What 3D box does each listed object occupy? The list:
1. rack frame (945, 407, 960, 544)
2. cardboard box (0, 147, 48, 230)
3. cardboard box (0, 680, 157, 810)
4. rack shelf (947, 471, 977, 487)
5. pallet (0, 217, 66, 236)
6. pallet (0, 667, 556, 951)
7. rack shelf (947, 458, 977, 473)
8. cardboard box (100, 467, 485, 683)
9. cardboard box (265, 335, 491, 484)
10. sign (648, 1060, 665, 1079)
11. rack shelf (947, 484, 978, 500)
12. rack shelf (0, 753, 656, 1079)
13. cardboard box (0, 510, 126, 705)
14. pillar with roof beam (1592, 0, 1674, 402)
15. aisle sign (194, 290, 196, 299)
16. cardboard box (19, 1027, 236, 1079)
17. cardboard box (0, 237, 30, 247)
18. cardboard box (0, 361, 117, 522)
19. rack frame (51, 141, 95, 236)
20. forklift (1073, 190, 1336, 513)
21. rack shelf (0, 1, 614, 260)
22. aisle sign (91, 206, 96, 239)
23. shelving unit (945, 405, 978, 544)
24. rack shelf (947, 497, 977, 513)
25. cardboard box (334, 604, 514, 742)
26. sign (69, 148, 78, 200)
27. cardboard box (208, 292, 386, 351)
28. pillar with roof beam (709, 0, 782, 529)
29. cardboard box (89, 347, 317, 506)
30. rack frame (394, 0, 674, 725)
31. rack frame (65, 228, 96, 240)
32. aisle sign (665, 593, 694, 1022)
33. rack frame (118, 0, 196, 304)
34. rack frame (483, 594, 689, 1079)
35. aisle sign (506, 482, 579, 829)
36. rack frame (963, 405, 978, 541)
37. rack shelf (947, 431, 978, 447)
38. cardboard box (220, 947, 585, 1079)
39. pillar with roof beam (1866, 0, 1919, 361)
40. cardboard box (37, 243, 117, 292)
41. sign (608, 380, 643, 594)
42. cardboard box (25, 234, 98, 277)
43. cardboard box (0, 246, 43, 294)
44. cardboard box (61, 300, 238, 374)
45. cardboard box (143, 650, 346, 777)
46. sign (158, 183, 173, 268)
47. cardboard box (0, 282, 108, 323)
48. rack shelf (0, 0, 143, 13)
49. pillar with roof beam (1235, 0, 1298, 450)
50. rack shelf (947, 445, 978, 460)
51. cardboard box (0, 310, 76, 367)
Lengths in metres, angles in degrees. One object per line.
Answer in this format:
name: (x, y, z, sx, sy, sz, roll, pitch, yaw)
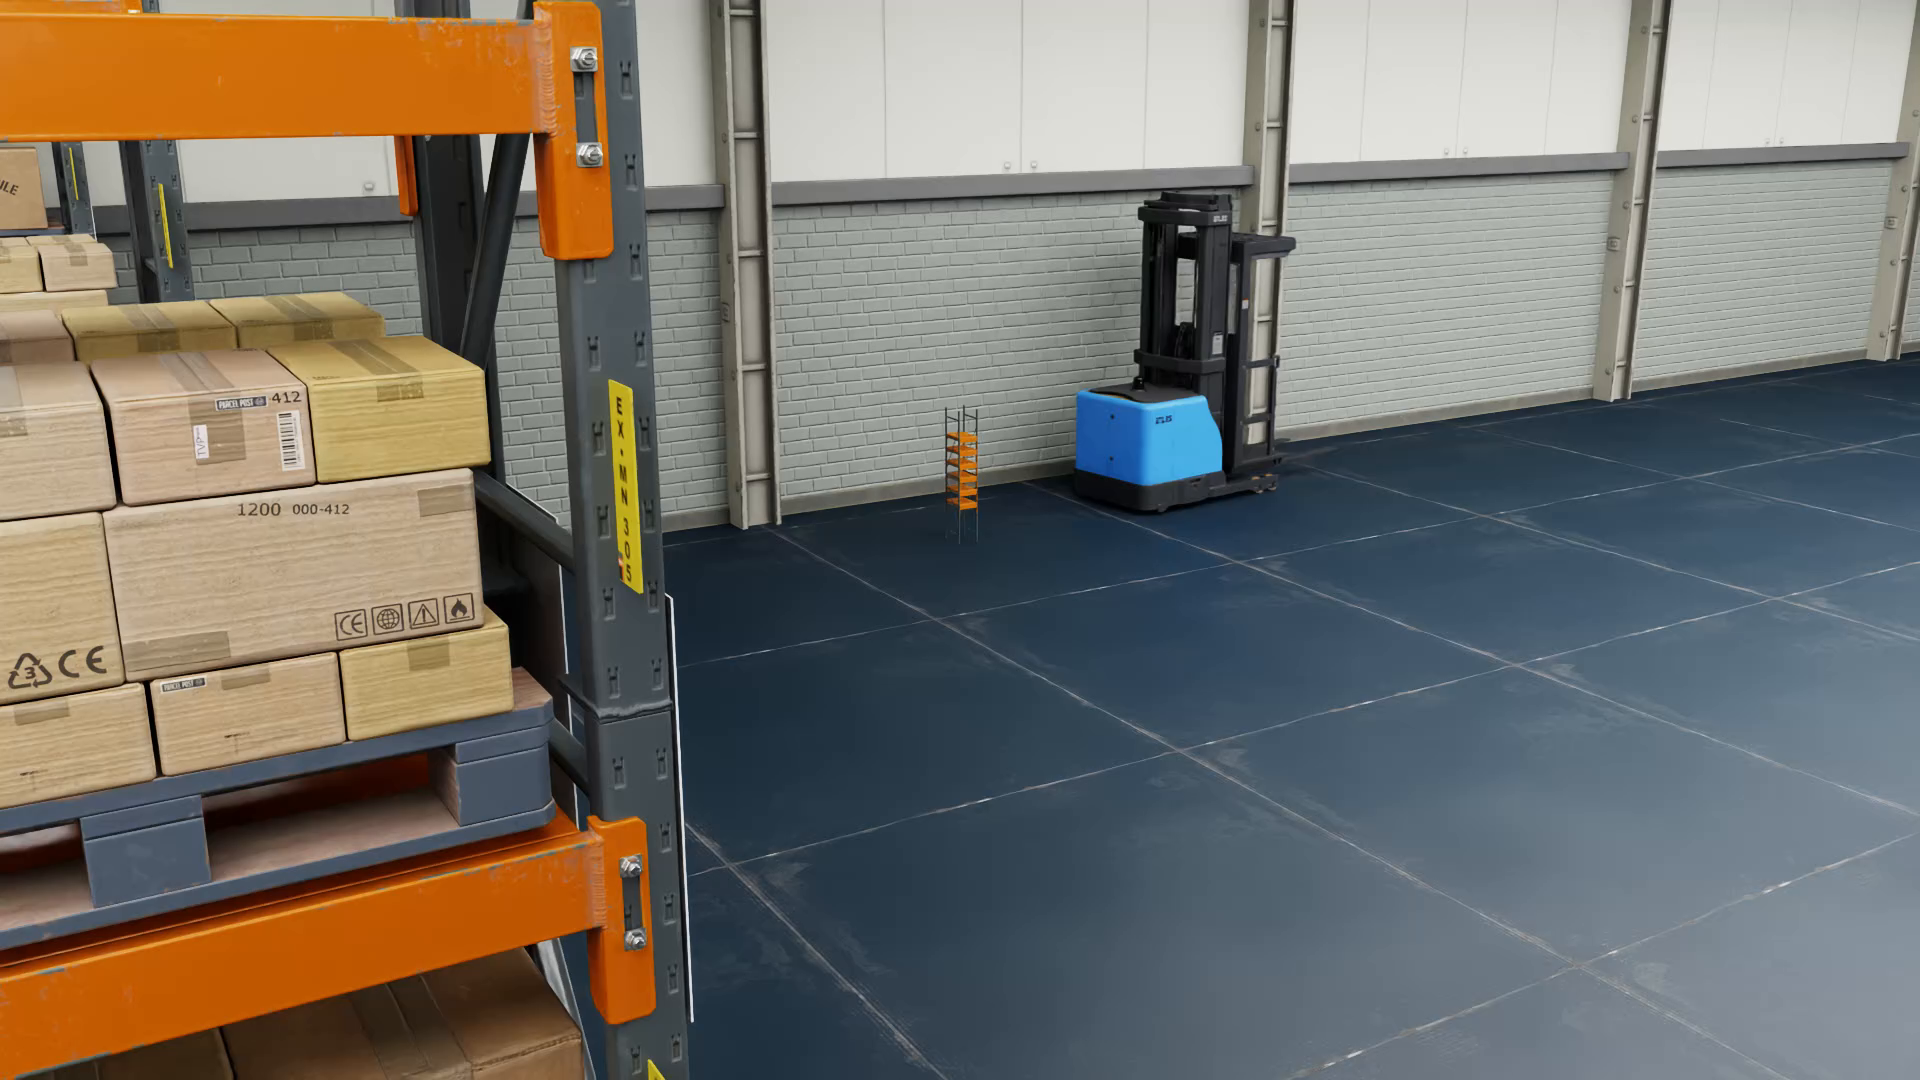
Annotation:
rack frame: (-0.066, -0.567, 14.710, 0.006, 1.200, 0.240, -9, 18, -30)
cardboard box: (-6.240, -2.282, 10.788, 0.500, 0.500, 0.500, -9, 18, -28)
cardboard box: (-1.337, 0.244, 2.428, 0.250, 0.149, 0.380, -9, 18, -29)
rack shelf: (0.012, -0.537, 14.767, 0.180, 0.103, 0.258, -9, 18, -30)
pallet: (-6.606, -1.967, 10.975, 1.213, 0.211, 1.003, -9, 18, -30)
pallet: (-1.421, 0.326, 2.797, 1.213, 0.211, 1.003, -9, 18, -30)
rack shelf: (0.012, -0.653, 14.735, 0.180, 0.103, 0.258, -9, 18, -30)
cardboard box: (-1.066, -0.011, 2.598, 0.500, 0.250, 0.500, -9, 18, -29)
cardboard box: (-0.905, -0.210, 2.570, 0.250, 0.149, 0.380, -9, 18, -29)
sign: (-0.523, 1.078, 2.923, 0.005, 0.325, 0.100, -9, 18, -30)
rack shelf: (0.012, -0.421, 14.799, 0.180, 0.103, 0.258, -9, 18, -30)
rack shelf: (-2.505, 0.802, 2.267, 4.000, 0.370, 1.077, -9, 18, -30)
cardboard box: (-1.496, 0.058, 2.350, 0.500, 0.250, 0.500, -9, 18, -30)
pillar with roof beam: (10.599, -5.164, 16.658, 0.400, 9.000, 9.100, -9, 18, -30)
aisle sign: (-3.224, -0.702, 7.042, 0.004, 0.787, 0.394, -9, 18, -30)
cardboard box: (-1.553, 1.170, 2.899, 0.550, 0.550, 0.875, -9, 18, -30)
cardboard box: (-4.044, -1.176, 6.977, 0.250, 0.149, 0.380, -9, 18, -30)
cardboard box: (-1.339, -0.140, 2.321, 0.250, 0.149, 0.380, -9, 18, -29)
rack frame: (-5.986, -3.546, 10.887, 0.127, 3.000, 1.000, -9, 18, -30)
forklift: (2.579, -1.972, 16.516, 3.031, 2.935, 1.130, -12, 20, -37)
rack shelf: (-2.505, -0.450, 1.916, 4.000, 0.370, 1.077, -9, 18, -30)
aisle sign: (-5.779, -1.850, 11.136, 0.004, 0.787, 0.394, -9, 18, -30)
shelving unit: (0.012, -0.580, 14.755, 0.189, 1.200, 0.258, -9, 18, -30)
rack shelf: (0.012, -0.306, 14.832, 0.180, 0.103, 0.258, -9, 18, -30)
cardboard box: (-0.901, 0.173, 2.680, 0.250, 0.149, 0.380, -9, 18, -30)
sign: (-5.719, -2.362, 10.728, 0.005, 0.325, 0.100, -9, 18, -30)
cardboard box: (-1.241, -0.363, 3.115, 0.250, 0.149, 0.380, -9, 18, -29)
pillar with roof beam: (0.313, -3.496, 10.708, 0.400, 9.000, 9.100, -9, 18, -30)
cardboard box: (-1.119, -0.176, 2.448, 0.250, 0.149, 0.380, -9, 18, -29)
rack frame: (-0.791, -1.267, 2.756, 0.127, 3.000, 1.000, -9, 18, -30)
rack frame: (-5.986, -0.657, 11.697, 0.127, 3.000, 1.000, -9, 18, -30)
aisle sign: (-0.575, 0.430, 3.003, 0.004, 0.787, 0.394, -9, 18, -30)
rack frame: (-3.427, -2.398, 6.792, 0.127, 3.000, 1.000, -9, 18, -30)
rack frame: (-0.791, 1.622, 3.566, 0.127, 3.000, 1.000, -9, 18, -30)
aisle sign: (-0.884, 0.291, 3.498, 0.004, 0.787, 0.394, -9, 18, -30)
rack frame: (0.091, -0.592, 14.800, 0.006, 1.200, 0.240, -9, 18, -30)
rack shelf: (0.012, -0.884, 14.670, 0.180, 0.103, 0.258, -9, 18, -30)
cardboard box: (-1.129, 1.072, 3.248, 0.550, 0.550, 0.875, -9, 18, -30)
pillar with roof beam: (15.742, -5.998, 19.634, 0.400, 9.000, 9.100, -9, 18, -30)
cardboard box: (-3.564, -1.101, 6.712, 0.250, 0.149, 0.380, -9, 18, -29)
sign: (-0.523, -0.083, 2.598, 0.005, 0.325, 0.100, -9, 18, -30)
cardboard box: (-3.836, -1.214, 7.115, 0.250, 0.149, 0.380, -9, 18, -30)
cardboard box: (-3.805, -1.074, 6.616, 0.250, 0.149, 0.380, -9, 18, -29)
cardboard box: (-1.456, -0.328, 2.991, 0.250, 0.149, 0.380, -9, 18, -29)
cardboard box: (-1.118, 0.208, 2.556, 0.250, 0.149, 0.380, -9, 18, -29)
sign: (-3.158, -1.249, 6.609, 0.005, 0.325, 0.100, -9, 18, -30)
cardboard box: (-3.726, -0.891, 6.701, 0.500, 0.250, 0.500, -9, 18, -30)
rack shelf: (-5.141, -1.772, 5.898, 4.000, 0.370, 1.077, -9, 18, -30)
pillar with roof beam: (5.456, -4.330, 13.683, 0.400, 9.000, 9.100, -9, 18, -30)
rack shelf: (0.012, -0.768, 14.702, 0.180, 0.103, 0.258, -9, 18, -30)
cardboard box: (-1.675, -0.293, 2.864, 0.250, 0.149, 0.380, -9, 18, -30)
